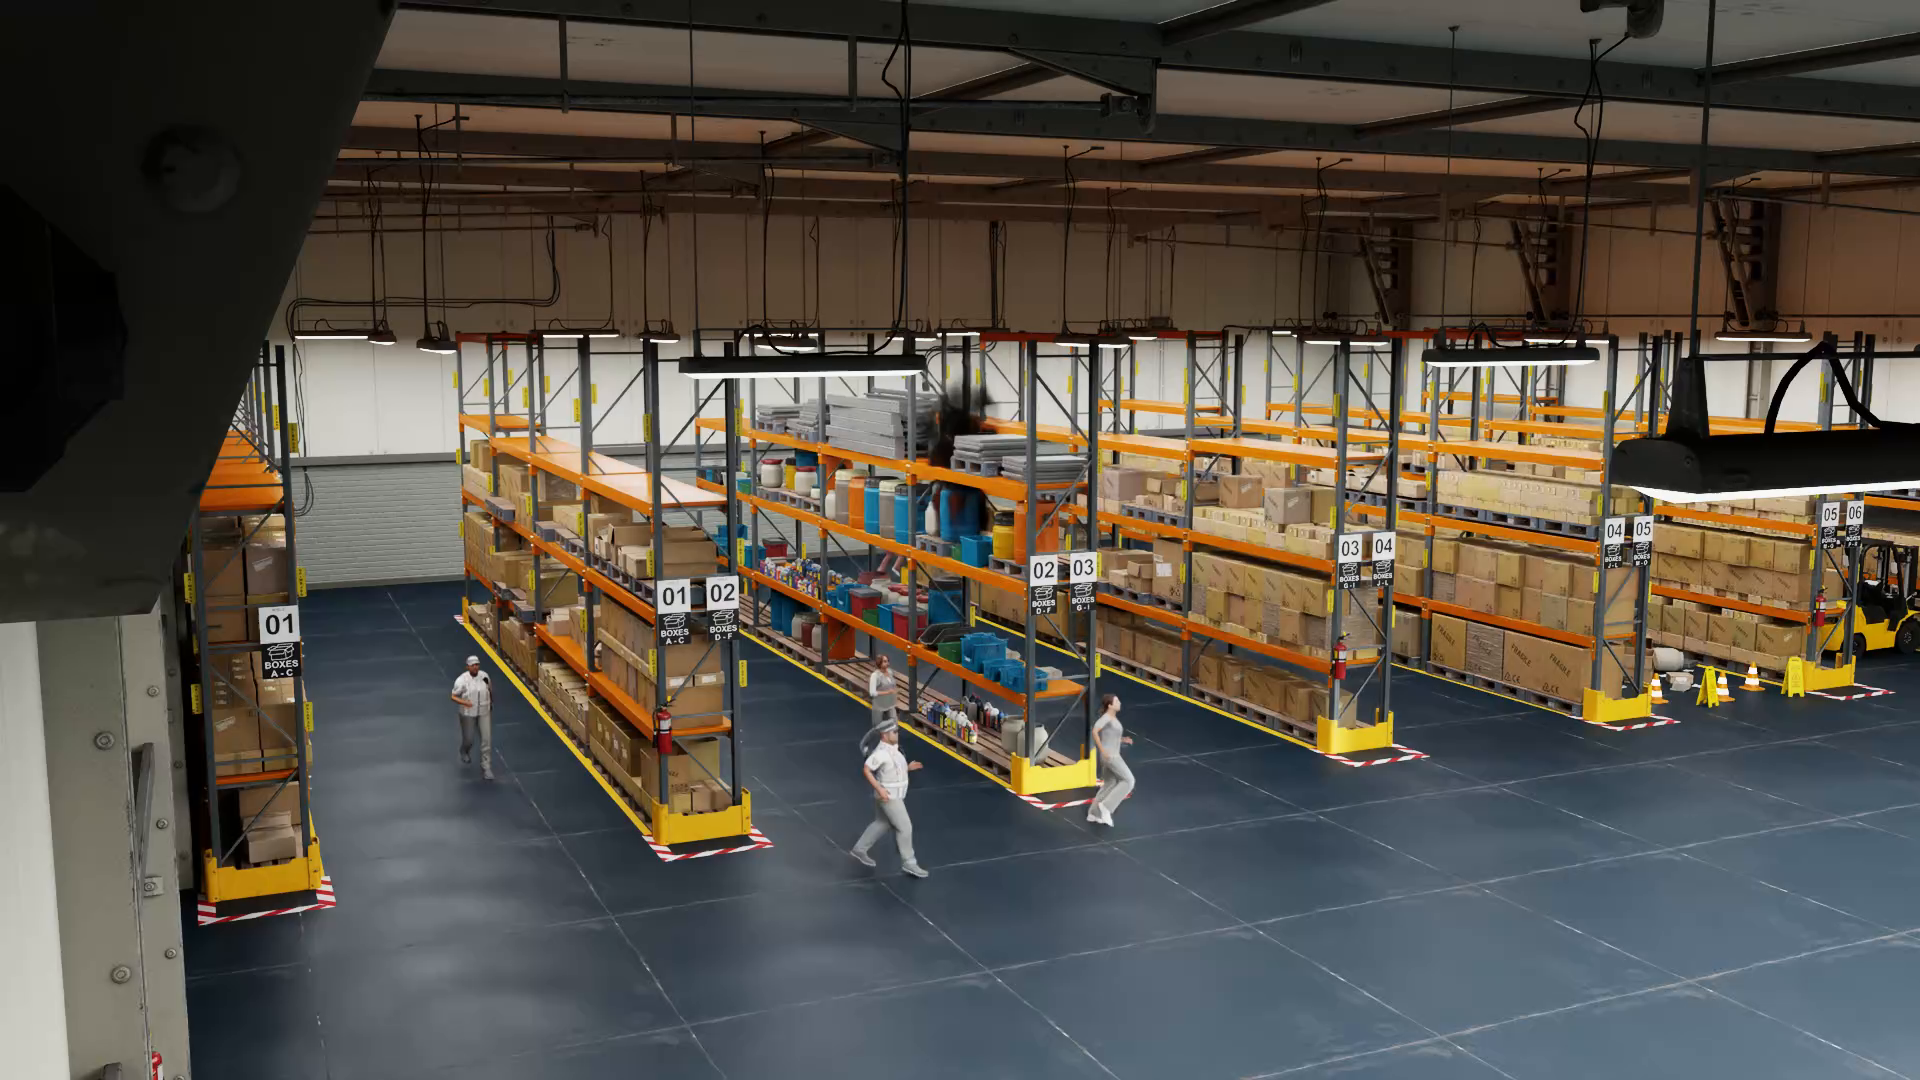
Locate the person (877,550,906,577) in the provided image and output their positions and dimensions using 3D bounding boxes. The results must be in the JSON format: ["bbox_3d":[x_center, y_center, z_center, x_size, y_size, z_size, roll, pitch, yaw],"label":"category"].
[{"bbox_3d":[-1.632,0.079,40.235,0.776,1.646,0.533,-1,8,-6],"label":"person"}]

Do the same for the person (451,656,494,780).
[{"bbox_3d":[-6.719,2.415,23.003,0.612,1.670,0.929,-5,9,-31],"label":"person"}]

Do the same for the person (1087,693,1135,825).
[{"bbox_3d":[1.890,2.726,20.804,0.591,1.612,0.579,1,8,5],"label":"person"}]

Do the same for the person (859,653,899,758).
[{"bbox_3d":[-1.083,2.375,23.390,0.535,1.592,0.887,-7,10,-40],"label":"person"}]

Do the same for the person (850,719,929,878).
[{"bbox_3d":[-0.791,2.909,18.846,0.884,1.812,0.651,0,8,1],"label":"person"}]
